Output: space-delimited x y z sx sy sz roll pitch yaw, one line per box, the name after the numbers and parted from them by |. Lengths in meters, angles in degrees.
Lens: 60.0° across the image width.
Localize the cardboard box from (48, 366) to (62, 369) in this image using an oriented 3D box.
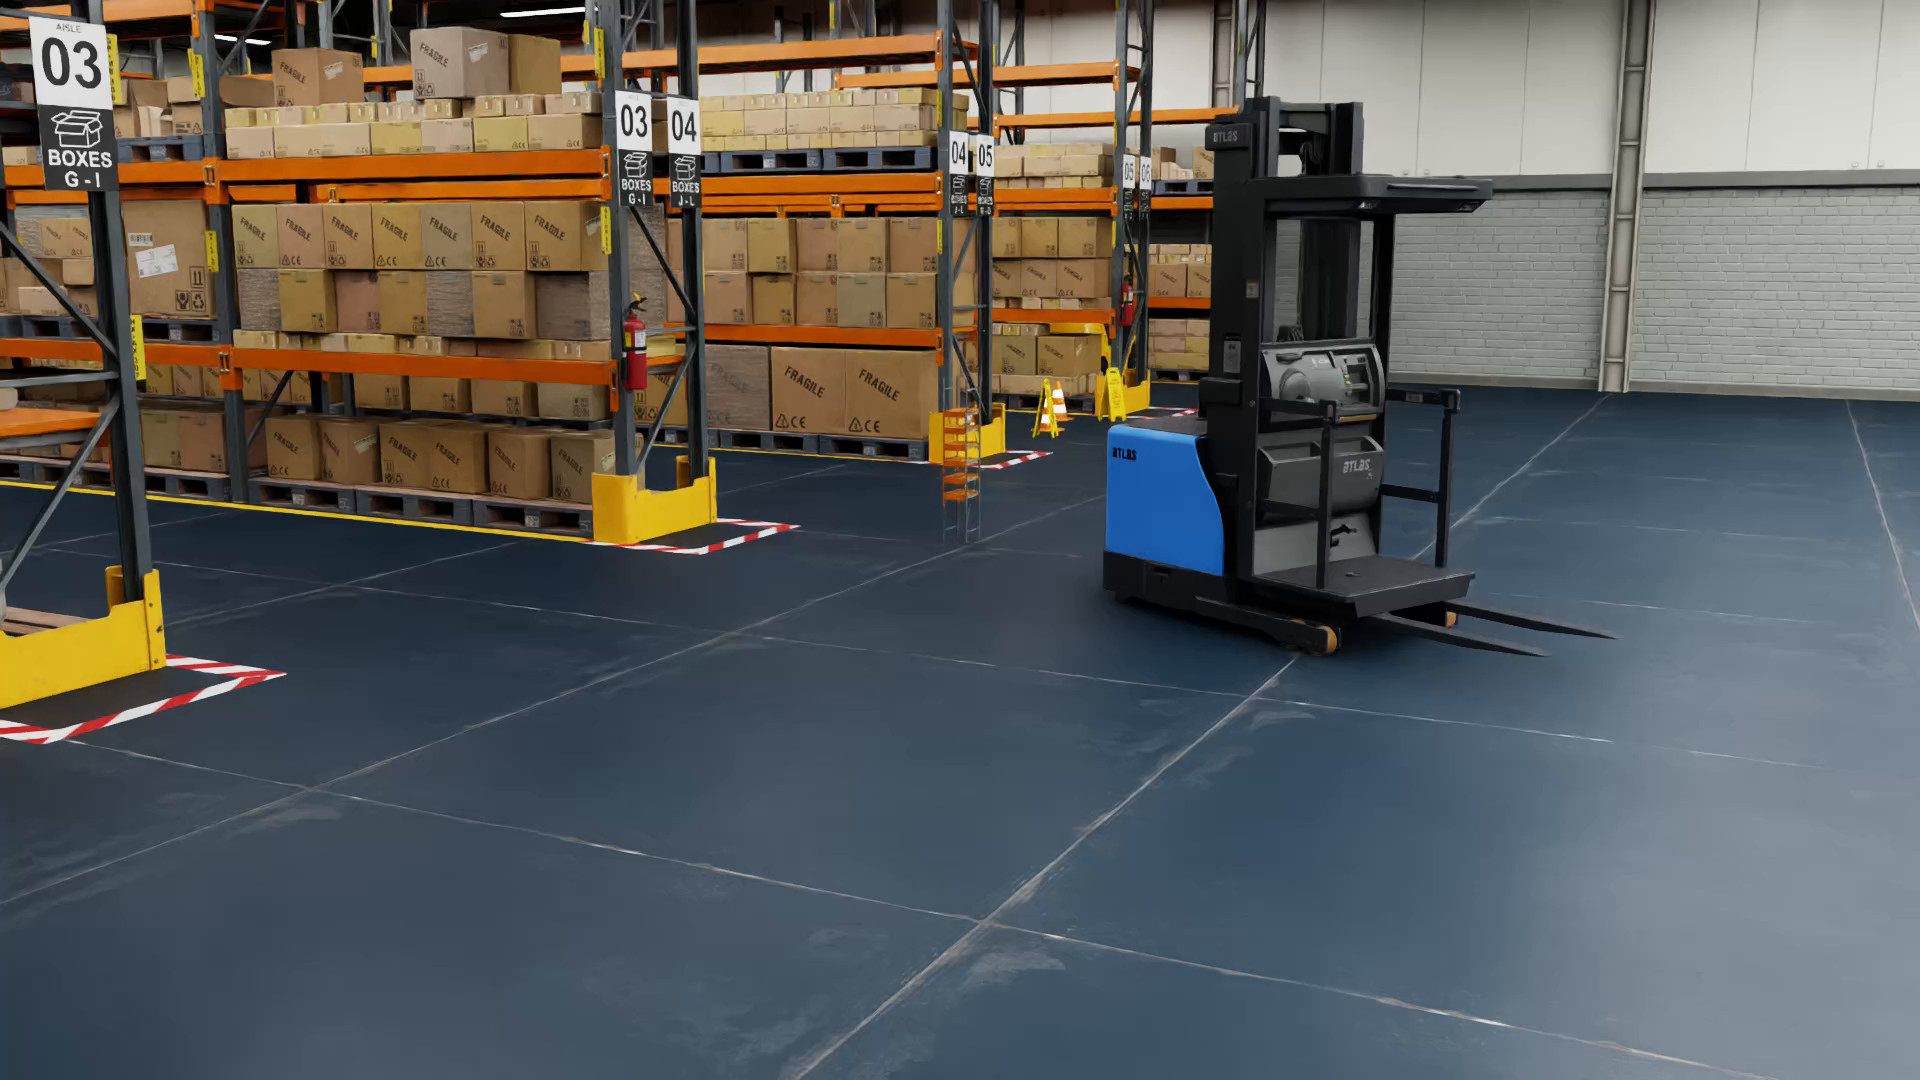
-12.042 -2.284 22.419 0.250 0.149 0.380 5 12 27 | cardboard box

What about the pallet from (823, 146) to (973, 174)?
-0.612 -3.814 16.705 1.213 0.211 1.003 5 11 26 | pallet

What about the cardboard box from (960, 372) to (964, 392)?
-0.059 -2.120 22.066 0.500 0.250 0.500 5 11 25 | cardboard box

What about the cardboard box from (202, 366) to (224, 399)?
-9.207 -2.065 21.060 0.500 0.500 0.500 5 12 27 | cardboard box

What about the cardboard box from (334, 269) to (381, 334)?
-4.513 -1.937 13.396 0.500 0.500 0.875 5 11 26 | cardboard box

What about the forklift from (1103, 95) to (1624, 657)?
2.154 -0.922 9.093 1.130 2.935 3.031 -7 13 -36 | forklift

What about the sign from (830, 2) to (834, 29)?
-1.670 -6.839 21.680 0.005 0.325 0.100 5 11 26 | sign

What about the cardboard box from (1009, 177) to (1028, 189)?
0.811 -4.542 21.187 0.250 0.149 0.380 5 11 25 | cardboard box

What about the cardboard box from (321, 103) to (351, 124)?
-4.717 -3.297 12.902 0.250 0.149 0.380 5 11 25 | cardboard box

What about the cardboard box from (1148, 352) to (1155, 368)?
2.903 -2.838 26.028 0.500 0.250 0.500 5 11 26 | cardboard box

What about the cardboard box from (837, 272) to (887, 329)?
-0.798 -2.460 16.979 0.550 0.550 0.875 5 11 26 | cardboard box

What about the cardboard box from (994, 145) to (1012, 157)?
0.628 -4.964 21.281 0.250 0.149 0.380 5 11 24 | cardboard box

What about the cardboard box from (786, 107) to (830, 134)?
-1.403 -4.202 16.728 0.500 0.250 0.500 5 11 25 | cardboard box

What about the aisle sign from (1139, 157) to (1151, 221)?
2.350 -4.447 21.078 0.004 0.787 0.394 5 11 26 | aisle sign

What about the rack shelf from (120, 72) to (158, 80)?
-12.497 -6.024 22.276 4.000 0.370 1.077 5 11 26 | rack shelf

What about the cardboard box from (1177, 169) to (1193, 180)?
3.473 -5.541 25.246 0.250 0.149 0.380 5 11 24 | cardboard box

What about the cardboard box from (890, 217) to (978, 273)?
-0.258 -2.965 16.737 0.550 0.550 0.875 5 11 26 | cardboard box

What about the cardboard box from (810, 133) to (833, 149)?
-1.303 -3.985 16.648 0.250 0.149 0.380 5 11 25 | cardboard box

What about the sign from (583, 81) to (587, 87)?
-6.668 -8.227 29.574 0.005 0.325 0.100 5 11 26 | sign

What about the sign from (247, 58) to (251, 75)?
-11.938 -7.920 27.877 0.005 0.325 0.100 5 11 26 | sign

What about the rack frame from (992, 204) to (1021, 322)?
0.763 -4.231 27.186 0.127 3.000 1.000 5 11 26 | rack frame

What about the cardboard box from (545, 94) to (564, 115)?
-2.796 -3.150 12.091 0.250 0.149 0.380 5 11 24 | cardboard box

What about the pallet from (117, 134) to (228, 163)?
-6.321 -3.305 14.172 1.003 0.211 1.213 5 11 26 | pallet

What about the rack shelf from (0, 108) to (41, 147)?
-6.213 -2.029 8.615 4.000 0.370 1.077 5 11 26 | rack shelf

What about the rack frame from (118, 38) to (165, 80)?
-10.704 -6.222 21.341 0.127 3.000 1.000 5 11 26 | rack frame

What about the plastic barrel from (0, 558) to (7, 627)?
-5.043 0.229 8.350 0.421 0.512 0.421 0 10 0 | plastic barrel

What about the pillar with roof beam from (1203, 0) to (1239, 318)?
2.220 -6.379 22.210 0.400 9.000 9.100 5 11 26 | pillar with roof beam

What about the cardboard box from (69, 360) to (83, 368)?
-11.611 -2.385 22.142 0.250 0.149 0.380 5 11 25 | cardboard box

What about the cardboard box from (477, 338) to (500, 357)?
-3.469 -1.486 12.723 0.250 0.149 0.380 5 11 26 | cardboard box

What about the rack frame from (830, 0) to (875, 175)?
-1.430 -6.390 22.270 0.127 3.000 1.000 5 11 26 | rack frame

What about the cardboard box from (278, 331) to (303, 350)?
-5.300 -1.630 13.518 0.250 0.149 0.380 5 11 26 | cardboard box

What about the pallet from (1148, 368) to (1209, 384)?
3.646 -2.597 25.989 1.213 0.211 1.003 5 11 26 | pallet

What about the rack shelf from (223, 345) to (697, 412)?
-4.021 -1.344 13.253 4.000 0.370 1.077 5 11 26 | rack shelf

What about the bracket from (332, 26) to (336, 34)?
-12.547 -10.232 33.393 0.430 0.232 0.235 5 11 26 | bracket

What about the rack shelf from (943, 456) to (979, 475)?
0.013 -0.546 12.125 0.180 0.103 0.258 5 11 26 | rack shelf

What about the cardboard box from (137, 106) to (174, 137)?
-6.702 -3.530 14.088 0.258 0.266 0.396 5 12 28 | cardboard box

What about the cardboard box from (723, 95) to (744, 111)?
-2.211 -4.457 17.019 0.250 0.149 0.380 5 11 26 | cardboard box

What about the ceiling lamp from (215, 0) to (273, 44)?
-13.432 -10.840 30.469 0.800 3.185 2.000 5 11 26 | ceiling lamp

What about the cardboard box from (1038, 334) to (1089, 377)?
1.324 -2.367 21.322 0.500 0.500 0.500 5 11 26 | cardboard box

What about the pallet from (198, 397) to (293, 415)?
-8.907 -1.741 21.256 1.213 0.211 1.003 5 11 26 | pallet

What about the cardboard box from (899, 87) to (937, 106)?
-0.394 -4.297 16.136 0.250 0.149 0.380 5 11 26 | cardboard box

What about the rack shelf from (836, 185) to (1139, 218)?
0.364 -4.403 21.730 4.000 0.370 1.077 5 11 26 | rack shelf

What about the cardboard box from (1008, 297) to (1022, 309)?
0.819 -3.079 21.523 0.250 0.149 0.380 5 11 27 | cardboard box

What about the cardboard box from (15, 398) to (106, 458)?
-8.289 -1.066 15.480 0.500 0.500 0.700 4 11 21 | cardboard box

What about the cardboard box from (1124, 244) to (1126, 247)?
2.558 -4.545 25.984 0.250 0.149 0.380 5 11 27 | cardboard box

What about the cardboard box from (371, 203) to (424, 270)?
-4.173 -2.351 12.872 0.500 0.500 0.500 5 11 26 | cardboard box

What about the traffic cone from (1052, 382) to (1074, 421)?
1.201 -1.702 20.338 0.334 0.463 0.336 5 11 26 | traffic cone

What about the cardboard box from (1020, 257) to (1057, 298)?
1.102 -3.357 21.243 0.500 0.500 0.500 5 11 26 | cardboard box

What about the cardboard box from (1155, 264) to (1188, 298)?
3.332 -4.004 25.652 0.500 0.500 0.500 5 12 28 | cardboard box

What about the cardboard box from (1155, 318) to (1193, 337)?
3.339 -3.287 25.705 0.500 0.250 0.500 5 12 27 | cardboard box

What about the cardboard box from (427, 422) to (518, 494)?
-3.884 -0.663 13.309 0.500 0.500 0.500 6 12 31 | cardboard box

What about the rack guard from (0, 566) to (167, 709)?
-4.508 0.482 8.161 0.348 0.500 1.175 5 11 26 | rack guard

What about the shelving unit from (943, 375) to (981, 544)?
0.013 -0.589 12.117 0.189 1.200 0.258 5 11 26 | shelving unit

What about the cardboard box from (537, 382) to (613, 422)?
-4.126 -1.774 18.746 0.750 0.750 1.050 5 11 26 | cardboard box

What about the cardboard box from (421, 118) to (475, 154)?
-3.677 -3.020 12.495 0.500 0.250 0.500 5 12 27 | cardboard box
